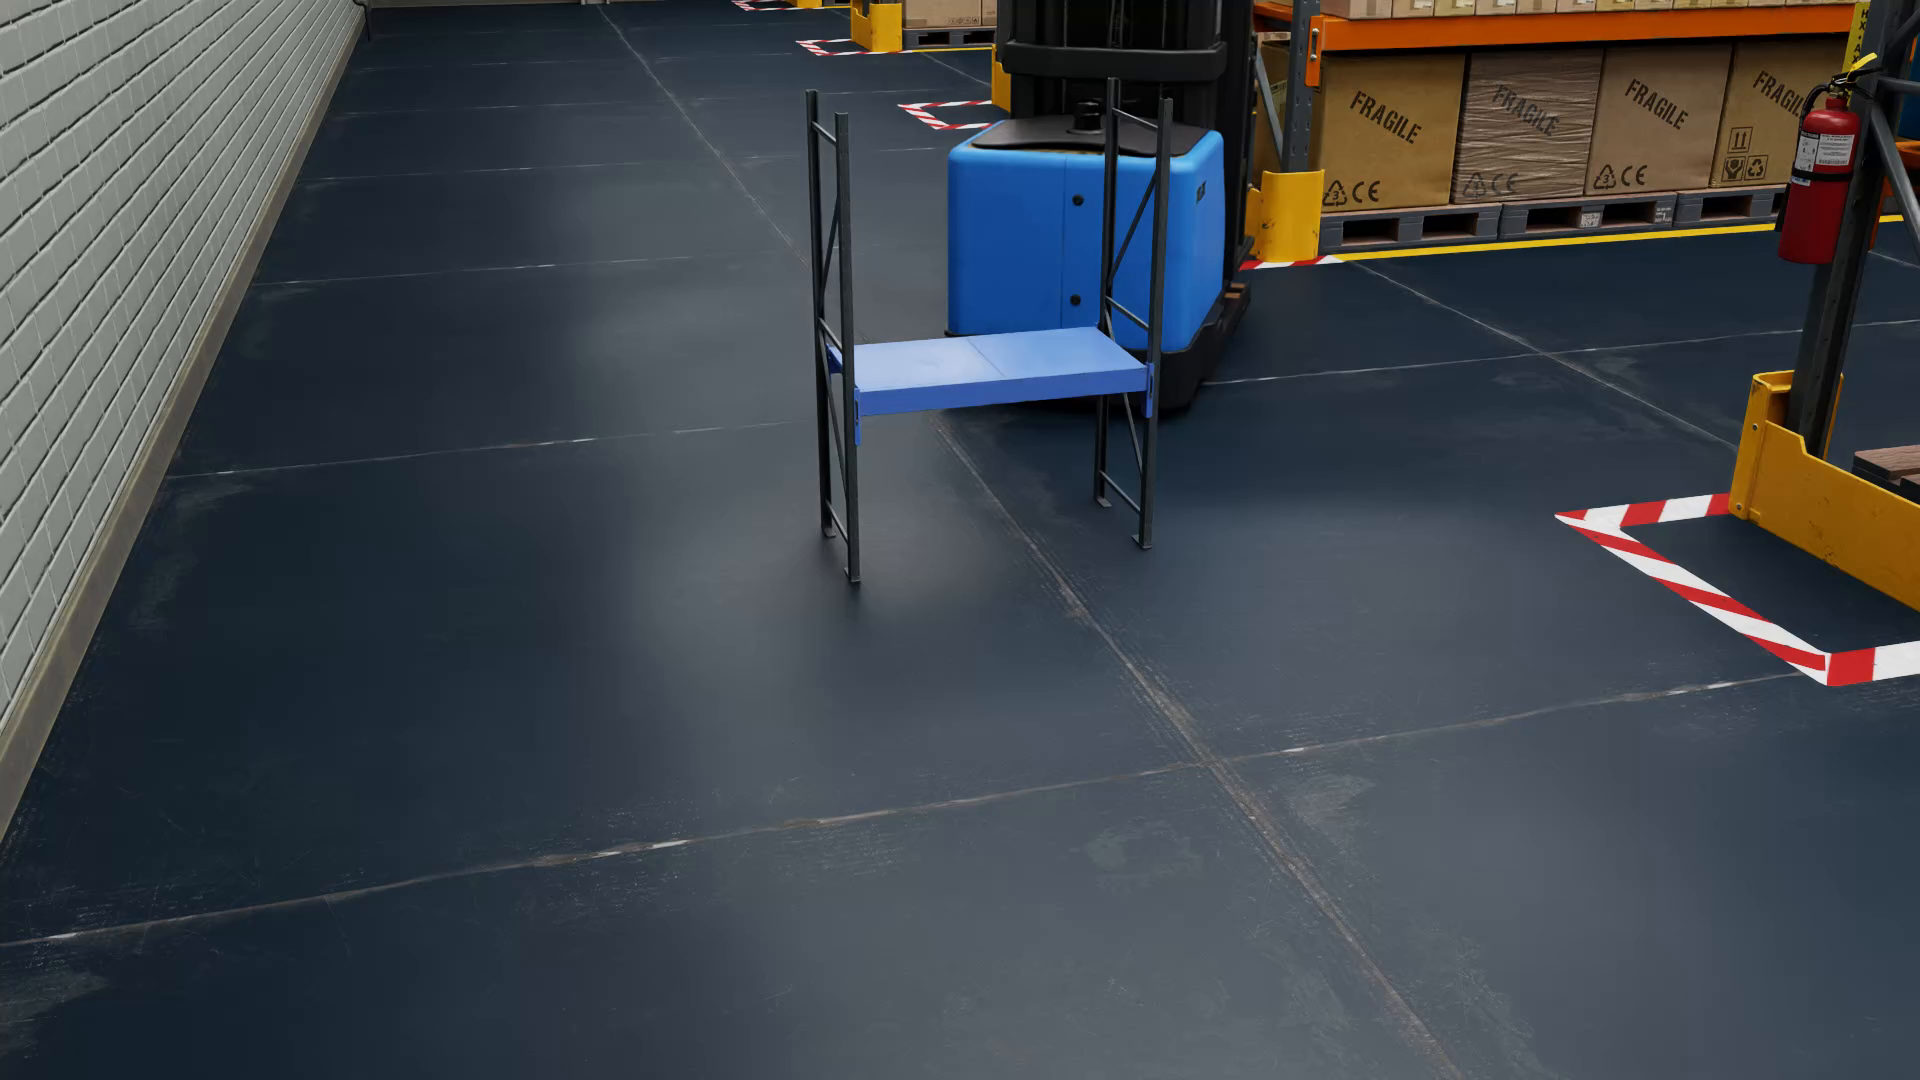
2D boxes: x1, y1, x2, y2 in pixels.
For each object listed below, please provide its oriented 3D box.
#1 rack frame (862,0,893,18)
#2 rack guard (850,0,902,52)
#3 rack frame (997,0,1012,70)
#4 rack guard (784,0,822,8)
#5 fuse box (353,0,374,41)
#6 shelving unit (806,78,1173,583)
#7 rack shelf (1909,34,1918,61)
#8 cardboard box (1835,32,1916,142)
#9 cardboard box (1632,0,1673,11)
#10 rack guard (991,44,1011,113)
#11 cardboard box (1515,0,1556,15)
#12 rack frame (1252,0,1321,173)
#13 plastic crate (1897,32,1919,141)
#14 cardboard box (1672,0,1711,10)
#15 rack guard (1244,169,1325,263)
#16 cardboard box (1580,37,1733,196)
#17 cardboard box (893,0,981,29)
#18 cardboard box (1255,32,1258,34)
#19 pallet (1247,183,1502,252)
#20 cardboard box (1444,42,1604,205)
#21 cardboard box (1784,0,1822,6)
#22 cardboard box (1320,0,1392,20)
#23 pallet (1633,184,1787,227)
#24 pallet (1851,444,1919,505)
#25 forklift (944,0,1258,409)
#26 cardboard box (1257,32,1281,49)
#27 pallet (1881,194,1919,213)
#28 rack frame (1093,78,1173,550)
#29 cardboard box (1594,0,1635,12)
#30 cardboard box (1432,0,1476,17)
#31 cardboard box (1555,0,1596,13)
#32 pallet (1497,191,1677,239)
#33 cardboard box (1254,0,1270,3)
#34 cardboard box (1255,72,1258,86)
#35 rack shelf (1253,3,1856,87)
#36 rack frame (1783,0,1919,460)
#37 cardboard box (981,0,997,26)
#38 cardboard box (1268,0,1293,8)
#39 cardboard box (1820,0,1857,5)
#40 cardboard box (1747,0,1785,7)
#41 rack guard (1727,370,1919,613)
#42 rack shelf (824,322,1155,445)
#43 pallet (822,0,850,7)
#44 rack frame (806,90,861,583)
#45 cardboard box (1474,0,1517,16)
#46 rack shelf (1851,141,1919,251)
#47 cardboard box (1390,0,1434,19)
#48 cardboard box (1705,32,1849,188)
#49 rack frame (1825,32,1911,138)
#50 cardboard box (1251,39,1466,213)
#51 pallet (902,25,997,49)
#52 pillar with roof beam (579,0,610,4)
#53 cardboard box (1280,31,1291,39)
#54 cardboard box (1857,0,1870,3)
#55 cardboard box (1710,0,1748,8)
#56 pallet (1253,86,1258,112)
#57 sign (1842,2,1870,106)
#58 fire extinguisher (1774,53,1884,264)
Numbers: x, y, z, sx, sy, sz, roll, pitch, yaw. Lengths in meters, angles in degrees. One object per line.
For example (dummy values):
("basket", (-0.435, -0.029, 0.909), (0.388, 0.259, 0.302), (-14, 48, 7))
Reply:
("rack frame", (-0.920, -6.944, 18.129), (0.127, 3.000, 1.000), (-6, 24, -14))
("rack guard", (-0.943, -5.793, 18.616), (0.348, 0.500, 1.175), (-6, 24, -14))
("rack frame", (0.514, -5.075, 13.775), (0.127, 3.000, 1.000), (-6, 24, -14))
("rack guard", (-2.191, -7.687, 23.032), (0.348, 0.500, 1.175), (-6, 24, -14))
("fuse box", (-6.770, -6.556, 18.858), (0.414, 1.711, 0.539), (-6, 24, -14))
("shelving unit", (0.082, -0.698, 5.475), (1.048, 1.500, 0.538), (-6, 24, -14))
("rack shelf", (7.534, -3.490, 10.992), (4.000, 0.370, 1.077), (-6, 24, -14))
("cardboard box", (6.219, -2.900, 10.867), (0.875, 0.875, 1.225), (-6, 24, -14))
("cardboard box", (3.920, -3.172, 9.656), (0.250, 0.149, 0.380), (-6, 24, -14))
("rack guard", (0.588, -3.935, 14.286), (0.348, 0.500, 1.175), (-6, 24, -14))
("cardboard box", (3.177, -3.089, 9.463), (0.250, 0.149, 0.380), (-7, 24, -15))
("rack frame", (1.757, -3.182, 9.361), (0.127, 3.000, 1.000), (-6, 24, -14))
("plastic crate", (3.367, -1.452, 5.208), (0.499, 0.435, 0.616), (-6, 24, -14))
("cardboard box", (4.166, -3.198, 9.718), (0.250, 0.149, 0.380), (-7, 24, -15))
("rack guard", (1.734, -2.030, 9.848), (0.348, 0.500, 1.175), (-6, 24, -14))
("cardboard box", (4.085, -2.688, 10.373), (0.875, 0.875, 0.875), (-6, 24, -14))
("cardboard box", (-0.312, -6.068, 18.804), (0.875, 0.438, 0.875), (-7, 24, -16))
("cardboard box", (2.372, -4.306, 14.310), (0.250, 0.149, 0.380), (-6, 24, -14))
("pallet", (2.506, -2.015, 10.178), (1.213, 0.211, 1.003), (-6, 24, -14))
("cardboard box", (3.228, -2.594, 10.153), (0.875, 0.875, 0.875), (-6, 24, -14))
("cardboard box", (4.908, -3.281, 9.910), (0.250, 0.149, 0.380), (-7, 24, -15))
("cardboard box", (2.188, -2.979, 9.207), (0.250, 0.149, 0.380), (-6, 24, -14))
("pallet", (4.855, -2.275, 10.784), (1.213, 0.211, 1.003), (-6, 24, -14))
("pallet", (3.899, -0.093, 5.699), (1.213, 0.211, 1.003), (-6, 24, -14))
("forklift", (0.841, -2.440, 7.720), (1.130, 2.935, 3.031), (7, 24, 15))
("cardboard box", (2.589, -4.369, 14.457), (0.250, 0.149, 0.380), (-6, 24, -14))
("pallet", (6.331, -2.437, 11.162), (1.213, 0.211, 1.003), (-6, 24, -14))
("rack frame", (0.572, -0.752, 5.602), (0.032, 1.500, 0.500), (-6, 24, -14))
("cardboard box", (3.668, -3.143, 9.590), (0.250, 0.149, 0.380), (-7, 24, -16))
("cardboard box", (2.681, -3.034, 9.335), (0.250, 0.149, 0.380), (-7, 24, -16))
("cardboard box", (3.425, -3.117, 9.528), (0.250, 0.149, 0.380), (-7, 24, -15))
("pallet", (3.678, -2.144, 10.478), (1.213, 0.211, 1.003), (-6, 24, -14))
("cardboard box", (3.507, -6.683, 19.683), (0.875, 0.875, 0.875), (-6, 24, -13))
("cardboard box", (2.591, -4.062, 14.497), (0.250, 0.149, 0.380), (-6, 24, -14))
("rack shelf", (3.683, -3.064, 9.999), (4.000, 0.370, 1.077), (-6, 24, -14))
("rack frame", (3.095, -1.301, 4.978), (0.127, 3.000, 1.000), (-6, 24, -14))
("cardboard box", (0.567, -6.168, 19.039), (0.875, 0.438, 0.875), (-6, 24, -13))
("cardboard box", (2.011, -3.229, 9.790), (0.250, 0.149, 0.380), (-6, 24, -13))
("cardboard box", (5.155, -3.308, 9.974), (0.250, 0.149, 0.380), (-6, 24, -13))
("cardboard box", (4.660, -3.253, 9.846), (0.250, 0.149, 0.380), (-6, 24, -13))
("rack guard", (3.075, -0.145, 5.454), (0.348, 0.500, 1.175), (-6, 24, -14))
("rack shelf", (0.082, -0.533, 5.546), (1.000, 0.185, 0.538), (-6, 24, -14))
("pallet", (-1.424, -7.640, 23.288), (1.213, 0.211, 1.003), (-6, 24, -14))
("rack frame", (-0.407, -0.644, 5.349), (0.032, 1.500, 0.500), (-6, 24, -14))
("cardboard box", (2.932, -3.062, 9.401), (0.250, 0.149, 0.380), (-7, 24, -15))
("rack shelf", (5.020, -1.184, 5.617), (4.000, 0.370, 1.077), (-6, 24, -14))
("cardboard box", (2.434, -3.007, 9.271), (0.250, 0.149, 0.380), (-7, 24, -15))
("cardboard box", (4.951, -2.784, 10.597), (0.875, 0.875, 0.875), (-6, 24, -14))
("rack frame", (5.608, -3.608, 10.354), (0.127, 3.000, 1.000), (-6, 24, -14))
("cardboard box", (2.351, -2.497, 9.927), (0.875, 0.875, 0.875), (-6, 24, -14))
("pallet", (-0.171, -5.777, 18.947), (1.213, 0.211, 1.003), (-6, 24, -14))
("pillar with roof beam", (-3.941, -10.006, 17.656), (0.400, 9.000, 9.100), (-6, 24, -14))
("cardboard box", (2.857, -4.354, 14.422), (0.250, 0.149, 0.380), (-7, 24, -16))
("cardboard box", (5.403, -3.335, 10.038), (0.250, 0.149, 0.380), (-6, 24, -14))
("cardboard box", (4.412, -3.226, 9.782), (0.250, 0.149, 0.380), (-6, 24, -13))
("pallet", (2.552, -4.004, 14.813), (1.213, 0.211, 1.003), (-6, 24, -14))
("sign", (2.931, -1.583, 5.429), (0.005, 0.325, 0.100), (-6, 24, -14))
("fire extinguisher", (2.827, -1.251, 5.432), (0.183, 0.674, 0.296), (-6, 24, -14))
